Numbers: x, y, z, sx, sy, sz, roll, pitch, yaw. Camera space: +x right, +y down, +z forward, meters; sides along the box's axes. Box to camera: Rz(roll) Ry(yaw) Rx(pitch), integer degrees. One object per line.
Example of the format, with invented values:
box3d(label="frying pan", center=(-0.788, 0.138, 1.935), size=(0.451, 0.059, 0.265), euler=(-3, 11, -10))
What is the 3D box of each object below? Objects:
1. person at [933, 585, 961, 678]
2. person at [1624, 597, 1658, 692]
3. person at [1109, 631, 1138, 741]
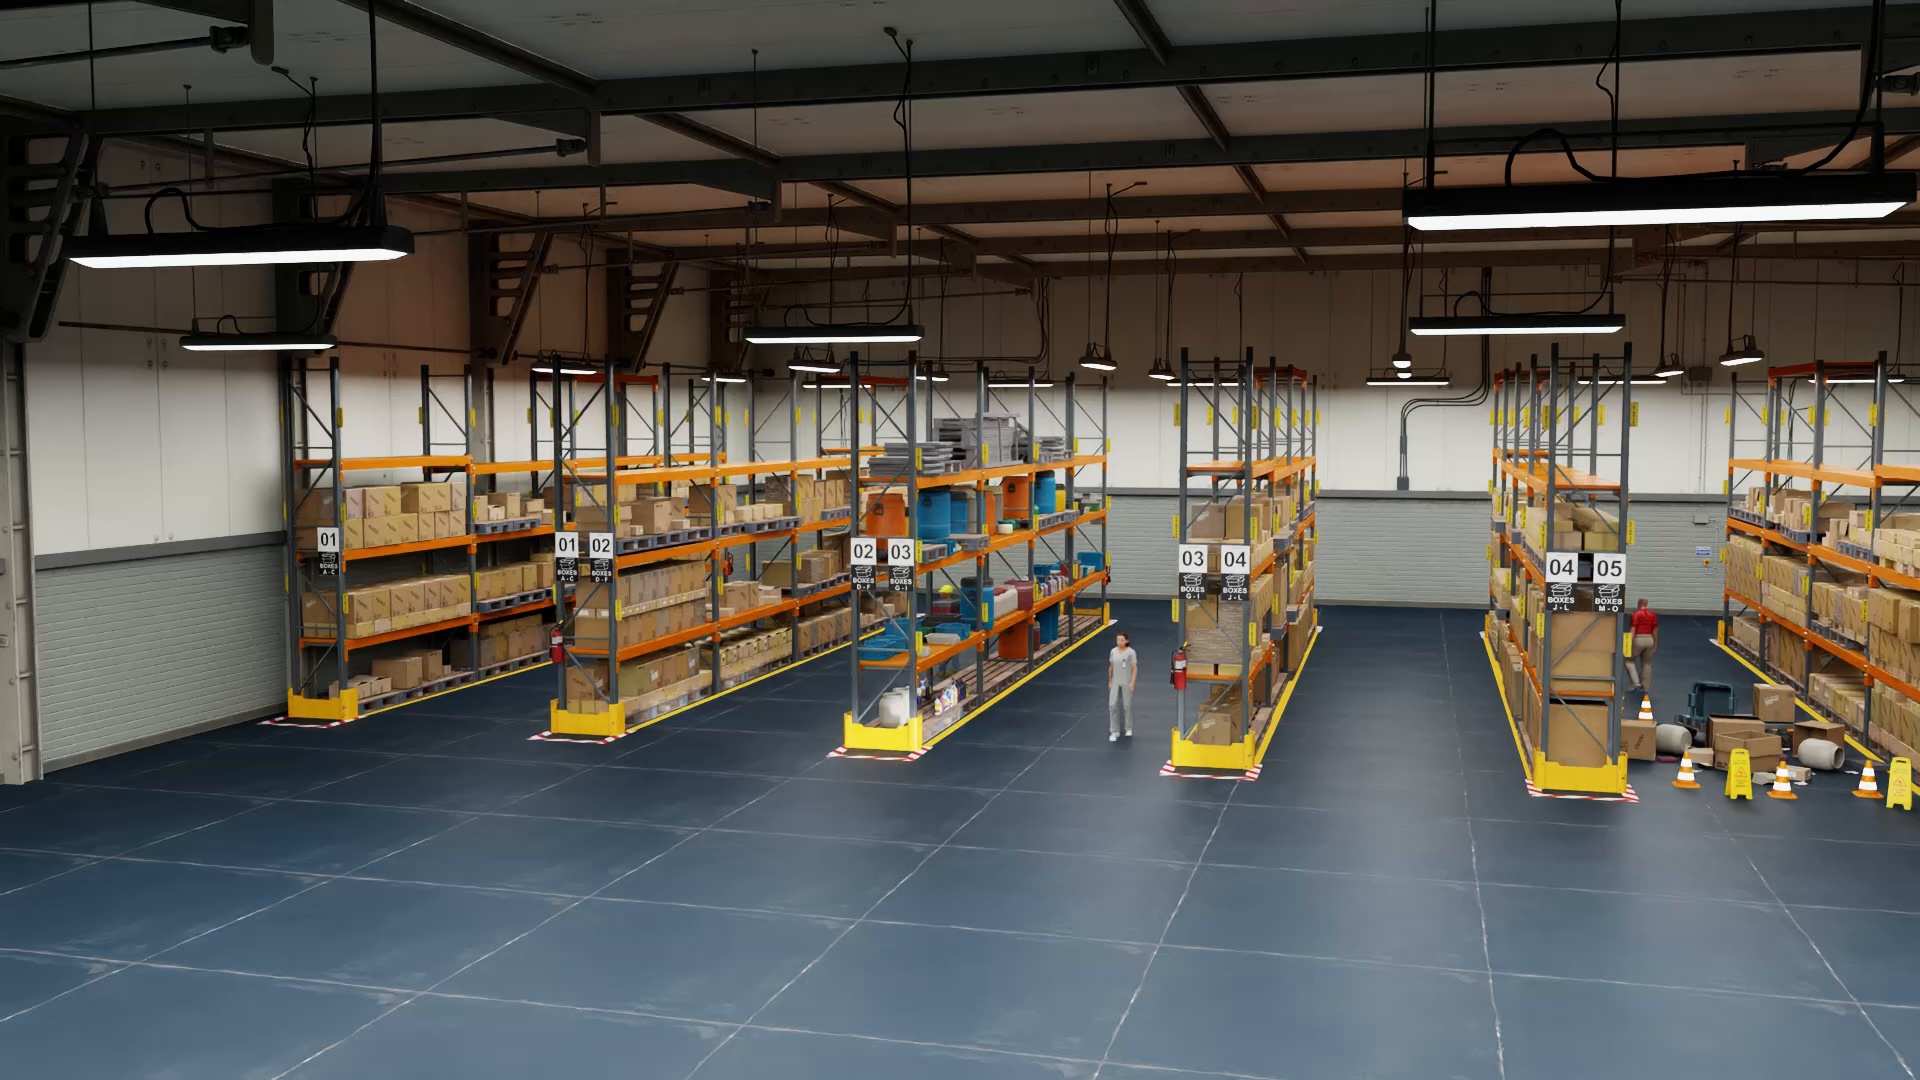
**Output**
box3d(label="person", center=(-0.269, 1.760, 32.227), size=(0.559, 1.783, 0.606), euler=(1, 4, 15))
box3d(label="person", center=(12.467, 1.928, 30.406), size=(0.576, 1.768, 0.410), euler=(-1, 4, -9))
box3d(label="person", center=(2.532, 2.268, 26.002), size=(0.501, 1.699, 0.619), euler=(2, 5, 27))
